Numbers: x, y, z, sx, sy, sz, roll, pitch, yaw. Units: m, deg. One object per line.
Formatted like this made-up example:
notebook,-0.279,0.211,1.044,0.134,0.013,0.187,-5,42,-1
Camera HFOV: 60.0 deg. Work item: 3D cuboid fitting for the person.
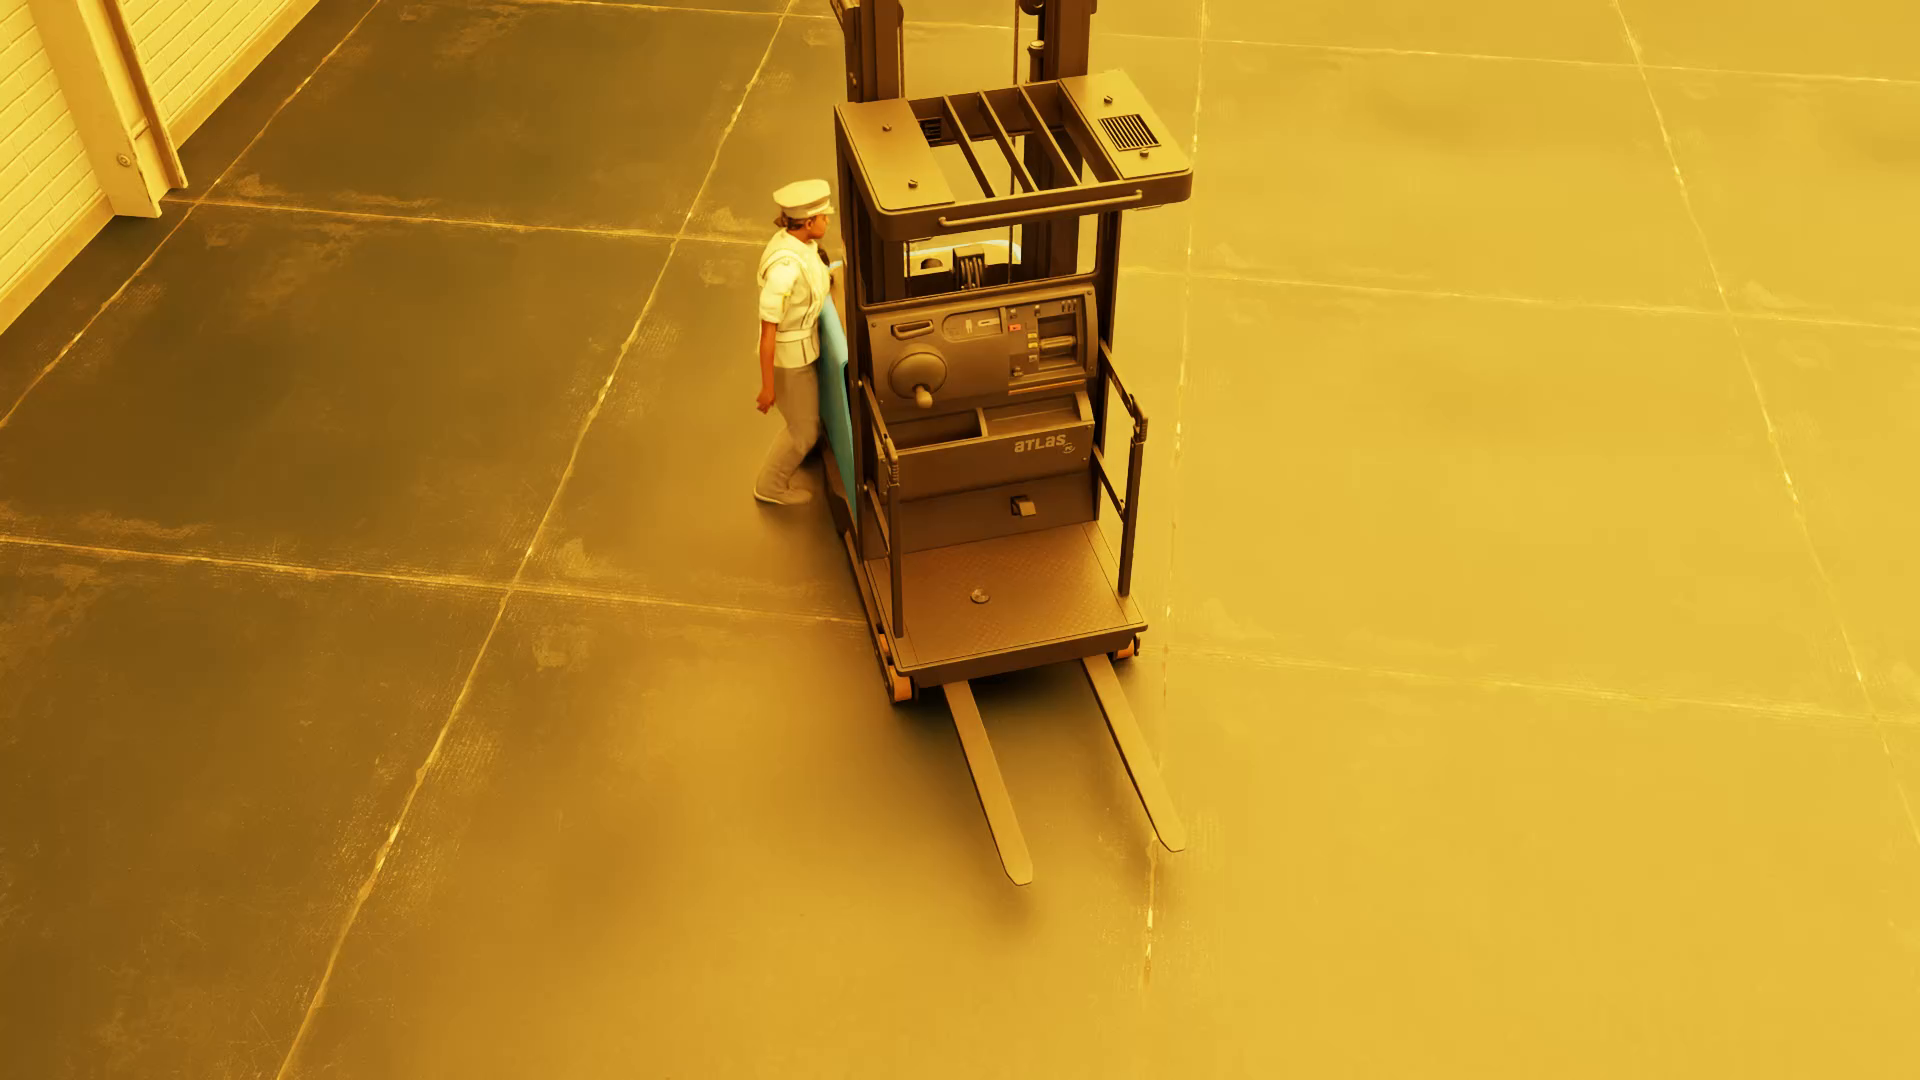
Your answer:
person,-0.770,-0.887,7.687,0.431,1.635,0.810,4,43,5

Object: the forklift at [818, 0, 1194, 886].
forklift,0.153,-0.681,6.465,1.130,2.935,3.031,-10,44,-11
